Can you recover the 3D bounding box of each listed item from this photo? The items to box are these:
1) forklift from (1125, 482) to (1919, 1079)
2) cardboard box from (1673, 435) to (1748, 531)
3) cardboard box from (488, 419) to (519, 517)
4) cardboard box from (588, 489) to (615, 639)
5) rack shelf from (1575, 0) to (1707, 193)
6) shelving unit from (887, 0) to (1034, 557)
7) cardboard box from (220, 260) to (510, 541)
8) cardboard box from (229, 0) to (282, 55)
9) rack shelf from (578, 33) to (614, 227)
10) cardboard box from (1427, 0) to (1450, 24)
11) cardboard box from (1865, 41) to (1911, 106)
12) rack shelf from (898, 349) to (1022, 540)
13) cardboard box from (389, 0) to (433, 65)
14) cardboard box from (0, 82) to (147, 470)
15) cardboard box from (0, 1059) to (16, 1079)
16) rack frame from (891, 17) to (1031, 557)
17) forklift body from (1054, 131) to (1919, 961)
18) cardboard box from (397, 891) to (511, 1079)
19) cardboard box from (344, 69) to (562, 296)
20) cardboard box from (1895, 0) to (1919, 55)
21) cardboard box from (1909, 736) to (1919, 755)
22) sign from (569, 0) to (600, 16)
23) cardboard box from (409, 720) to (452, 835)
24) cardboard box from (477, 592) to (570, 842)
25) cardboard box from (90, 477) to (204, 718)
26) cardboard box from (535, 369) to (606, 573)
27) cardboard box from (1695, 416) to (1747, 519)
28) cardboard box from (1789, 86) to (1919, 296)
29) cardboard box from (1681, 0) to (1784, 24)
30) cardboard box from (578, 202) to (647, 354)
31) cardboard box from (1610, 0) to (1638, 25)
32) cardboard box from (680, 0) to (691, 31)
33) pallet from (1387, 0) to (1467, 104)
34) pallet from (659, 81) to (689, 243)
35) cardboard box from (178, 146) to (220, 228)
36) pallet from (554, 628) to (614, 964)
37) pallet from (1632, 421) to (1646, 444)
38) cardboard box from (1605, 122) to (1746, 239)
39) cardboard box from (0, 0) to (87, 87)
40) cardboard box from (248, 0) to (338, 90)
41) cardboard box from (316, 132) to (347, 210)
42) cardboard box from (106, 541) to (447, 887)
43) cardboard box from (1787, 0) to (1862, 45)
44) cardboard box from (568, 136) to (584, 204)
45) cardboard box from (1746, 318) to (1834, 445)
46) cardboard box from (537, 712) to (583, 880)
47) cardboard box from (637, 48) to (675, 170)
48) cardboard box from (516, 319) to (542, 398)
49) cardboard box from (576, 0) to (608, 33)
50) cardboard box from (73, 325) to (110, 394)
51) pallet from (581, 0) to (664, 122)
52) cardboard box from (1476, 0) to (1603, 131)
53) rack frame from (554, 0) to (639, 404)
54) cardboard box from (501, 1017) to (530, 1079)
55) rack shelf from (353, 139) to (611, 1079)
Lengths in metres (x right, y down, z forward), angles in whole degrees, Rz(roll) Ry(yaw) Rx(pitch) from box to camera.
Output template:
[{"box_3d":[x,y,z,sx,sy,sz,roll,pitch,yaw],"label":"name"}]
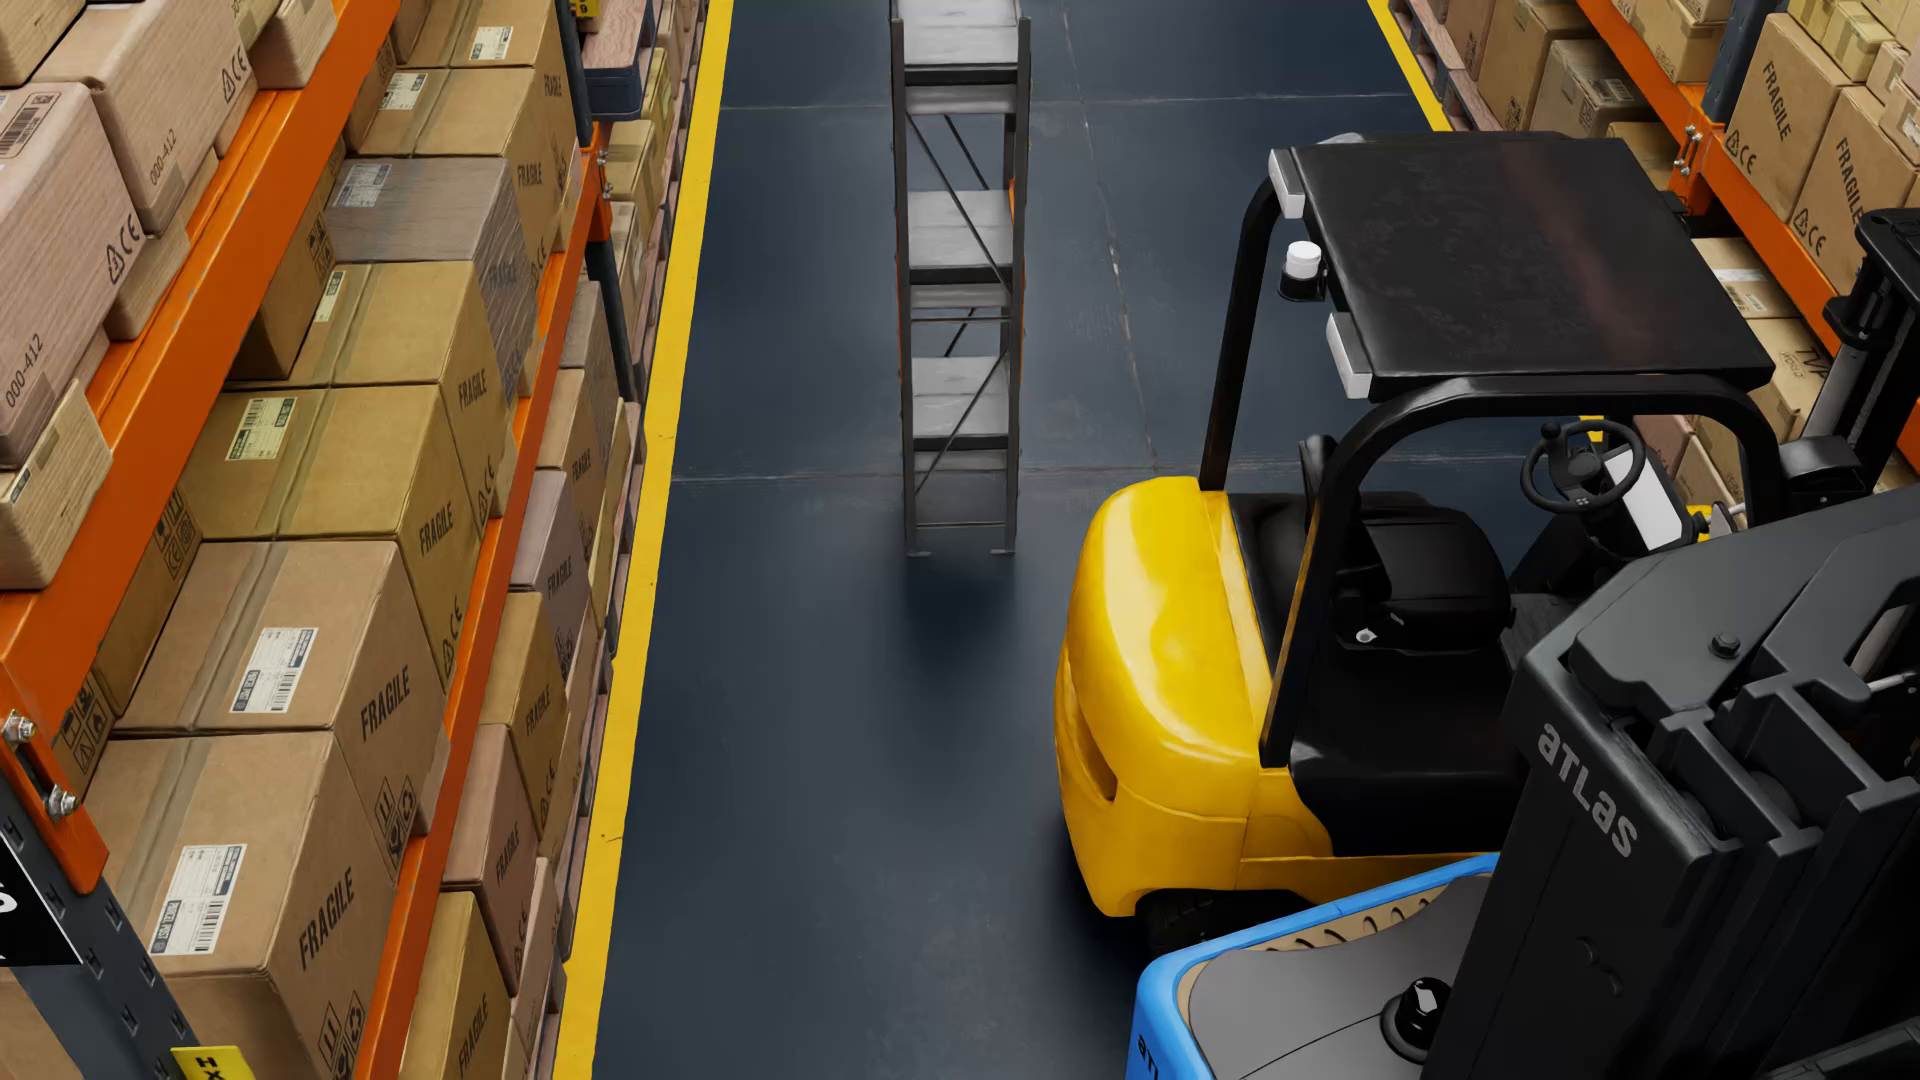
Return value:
[{"box_3d":[1.343,1.472,2.475,1.130,2.935,3.031,-14,44,-14],"label":"forklift"},{"box_3d":[2.896,-0.132,5.898,0.500,0.250,0.500,-3,43,-3],"label":"cardboard box"},{"box_3d":[-1.397,-0.191,4.424,0.380,0.149,0.250,-1,43,-1],"label":"cardboard box"},{"box_3d":[-1.463,0.085,5.661,0.500,0.250,0.500,-3,43,-3],"label":"cardboard box"},{"box_3d":[3.085,-2.754,7.567,1.077,0.370,4.000,-2,43,-2],"label":"rack shelf"},{"box_3d":[-0.007,-0.886,5.662,0.431,2.100,0.503,-2,43,-2],"label":"shelving unit"},{"box_3d":[-1.440,-0.334,4.101,0.500,0.500,0.500,-2,43,-3],"label":"cardboard box"},{"box_3d":[-1.433,-1.019,2.813,0.500,0.250,0.500,0,43,-1],"label":"cardboard box"},{"box_3d":[-1.874,-2.609,7.409,1.077,0.370,4.000,-2,43,-2],"label":"rack shelf"},{"box_3d":[3.013,-3.227,8.998,0.875,0.625,0.625,0,43,0],"label":"cardboard box"},{"box_3d":[2.972,-1.372,4.973,0.380,0.149,0.250,-2,43,-2],"label":"cardboard box"},{"box_3d":[-0.007,-0.360,6.145,0.431,0.518,0.480,-2,43,-2],"label":"rack shelf"},{"box_3d":[-1.987,-1.736,4.890,0.700,0.500,0.500,-2,43,-2],"label":"cardboard box"},{"box_3d":[-1.375,-0.331,2.062,0.500,0.250,0.500,-2,43,-3],"label":"cardboard box"},{"box_3d":[-1.918,0.671,3.003,0.500,0.500,0.500,-2,43,-3],"label":"cardboard box"},{"box_3d":[0.003,-0.721,5.483,0.400,2.100,0.015,-2,43,-2],"label":"rack frame"},{"box_3d":[1.436,0.117,4.531,2.313,2.155,1.214,-2,43,-2],"label":"forklift body"},{"box_3d":[-1.379,1.190,3.901,0.500,0.500,0.500,-3,43,-3],"label":"cardboard box"},{"box_3d":[-1.493,-1.030,4.860,0.500,0.500,0.500,0,43,0],"label":"cardboard box"},{"box_3d":[3.008,-1.485,4.876,0.380,0.149,0.250,-2,43,-3],"label":"cardboard box"},{"box_3d":[2.953,0.700,4.621,0.500,0.250,0.500,-3,43,-3],"label":"cardboard box"},{"box_3d":[-1.248,-1.864,5.423,0.100,0.325,0.005,-2,43,-2],"label":"sign"},{"box_3d":[-1.347,0.510,3.660,0.380,0.149,0.250,-1,43,-1],"label":"cardboard box"},{"box_3d":[-1.419,0.499,4.655,0.500,0.500,0.500,-1,43,-1],"label":"cardboard box"},{"box_3d":[-1.873,-0.019,3.017,0.700,0.500,0.500,-1,43,-1],"label":"cardboard box"},{"box_3d":[-1.473,-0.207,5.425,0.500,0.500,0.500,-1,43,-1],"label":"cardboard box"},{"box_3d":[2.905,-0.319,5.732,0.500,0.250,0.500,-2,43,-2],"label":"cardboard box"},{"box_3d":[2.966,-1.048,5.099,0.500,0.500,0.500,-1,43,-1],"label":"cardboard box"},{"box_3d":[2.893,-2.122,6.086,0.500,0.250,0.500,-2,43,-3],"label":"cardboard box"},{"box_3d":[-1.814,-1.064,6.825,0.950,0.372,0.625,-1,43,-1],"label":"cardboard box"},{"box_3d":[2.860,-2.286,6.635,0.500,0.250,0.500,-2,43,-2],"label":"cardboard box"},{"box_3d":[-1.945,-3.029,8.968,0.950,0.372,0.625,-4,43,-5],"label":"cardboard box"},{"box_3d":[2.996,-2.784,9.132,1.003,0.211,1.213,-2,43,-2],"label":"pallet"},{"box_3d":[-1.879,-1.847,8.109,1.003,0.211,1.213,-2,43,-2],"label":"pallet"},{"box_3d":[-1.422,-0.591,2.641,0.380,0.149,0.250,-2,43,-2],"label":"cardboard box"},{"box_3d":[-1.671,0.782,5.241,1.003,0.211,1.213,-2,43,-2],"label":"pallet"},{"box_3d":[3.162,-0.103,6.206,1.003,0.211,1.213,-2,43,-2],"label":"pallet"},{"box_3d":[3.136,-1.300,6.895,0.875,0.625,0.625,0,43,0],"label":"cardboard box"},{"box_3d":[-1.406,-0.717,2.188,0.380,0.149,0.250,-2,43,-2],"label":"cardboard box"},{"box_3d":[-1.368,-0.942,3.024,0.380,0.149,0.250,-1,43,-1],"label":"cardboard box"},{"box_3d":[-1.993,-1.051,4.142,0.700,0.500,0.500,-3,43,-3],"label":"cardboard box"},{"box_3d":[-1.388,0.353,3.351,0.500,0.500,0.500,0,43,0],"label":"cardboard box"},{"box_3d":[2.920,-1.722,5.355,0.380,0.149,0.250,-2,43,-2],"label":"cardboard box"},{"box_3d":[-1.471,-1.223,5.550,0.380,0.149,0.250,-2,43,-2],"label":"cardboard box"},{"box_3d":[2.888,-0.498,5.557,0.500,0.250,0.500,-2,43,-2],"label":"cardboard box"},{"box_3d":[-1.427,0.770,4.914,0.500,0.250,0.500,1,43,1],"label":"cardboard box"},{"box_3d":[-1.879,-2.019,7.866,0.950,0.372,0.625,0,43,0],"label":"cardboard box"},{"box_3d":[-1.425,-0.537,4.802,0.380,0.149,0.250,-2,43,-2],"label":"cardboard box"},{"box_3d":[-1.497,-1.968,6.053,0.380,0.149,0.250,-1,43,-1],"label":"cardboard box"},{"box_3d":[-1.410,-0.245,2.263,0.380,0.149,0.250,-3,43,-3],"label":"cardboard box"},{"box_3d":[-1.677,-1.973,6.325,1.003,0.211,1.213,-2,43,-2],"label":"pallet"},{"box_3d":[3.077,-2.332,8.021,0.875,0.625,0.625,-3,43,-4],"label":"cardboard box"},{"box_3d":[-1.789,-1.524,5.693,1.000,3.000,0.127,-2,43,-2],"label":"rack frame"},{"box_3d":[-1.377,1.483,4.137,0.500,0.250,0.500,-2,43,-2],"label":"cardboard box"},{"box_3d":[-1.704,0.091,4.463,1.077,0.370,4.000,-2,43,-2],"label":"rack shelf"}]
